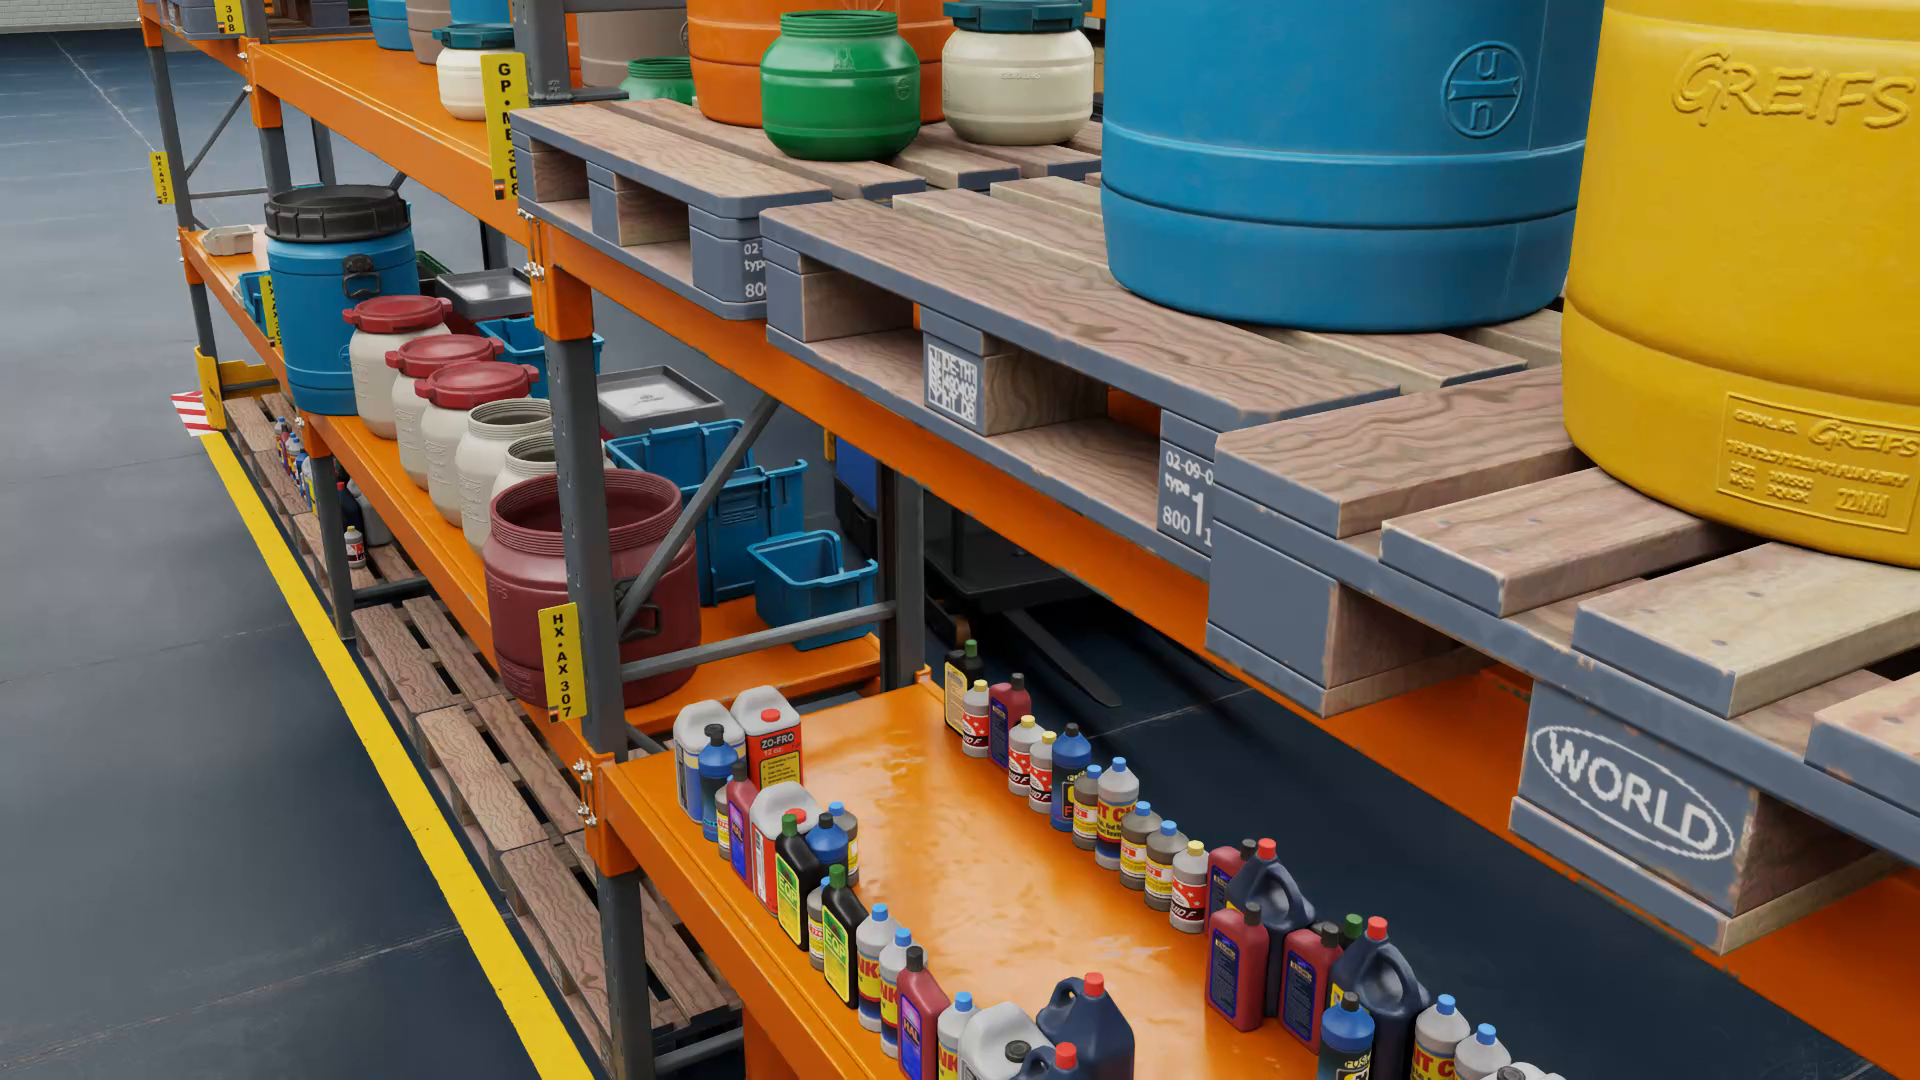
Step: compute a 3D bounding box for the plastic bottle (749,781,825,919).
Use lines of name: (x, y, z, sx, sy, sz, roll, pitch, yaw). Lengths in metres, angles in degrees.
plastic bottle: (-0.383, 0.698, 3.775, 0.152, 0.276, 0.135, -13, 25, -28)

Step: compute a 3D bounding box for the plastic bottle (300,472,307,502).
plastic bottle: (-3.609, -0.320, 9.246, 0.097, 0.201, 0.097, 0, 22, 0)

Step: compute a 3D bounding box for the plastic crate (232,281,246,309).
plastic crate: (-3.653, -1.361, 9.026, 0.530, 0.136, 0.437, -13, 25, -28)

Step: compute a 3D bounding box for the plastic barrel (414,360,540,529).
plastic barrel: (-1.710, -0.340, 5.983, 0.433, 0.535, 0.433, 0, 22, 0)

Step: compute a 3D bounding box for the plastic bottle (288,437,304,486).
plastic bottle: (-3.764, -0.451, 9.476, 0.097, 0.271, 0.097, 0, 22, 0)

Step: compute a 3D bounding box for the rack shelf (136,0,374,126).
rack shelf: (-3.627, -2.710, 8.967, 1.077, 0.370, 4.000, -13, 25, -28)

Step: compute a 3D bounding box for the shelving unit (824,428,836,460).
shelving unit: (-0.384, -1.084, 9.987, 0.587, 1.500, 1.083, -9, 24, -22)

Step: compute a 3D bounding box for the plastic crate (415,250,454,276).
plastic crate: (-3.056, -1.402, 9.058, 0.450, 0.188, 0.662, -13, 25, -28)

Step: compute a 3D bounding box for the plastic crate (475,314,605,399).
plastic crate: (-1.775, -0.701, 7.075, 0.392, 0.384, 0.575, -13, 25, -28)

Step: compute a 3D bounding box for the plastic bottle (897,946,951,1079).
plastic bottle: (-0.068, 0.928, 3.200, 0.061, 0.283, 0.133, -13, 25, -28)

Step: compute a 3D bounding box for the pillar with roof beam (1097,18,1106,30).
pillar with roof beam: (-1.796, -8.040, 17.141, 9.100, 9.000, 0.400, -13, 25, -28)

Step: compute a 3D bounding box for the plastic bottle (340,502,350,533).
plastic bottle: (-3.135, -0.044, 8.459, 0.061, 0.283, 0.133, -11, 25, -26)

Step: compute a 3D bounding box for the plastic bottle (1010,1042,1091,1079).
plastic bottle: (0.168, 1.015, 2.896, 0.144, 0.351, 0.185, -13, 25, -28)

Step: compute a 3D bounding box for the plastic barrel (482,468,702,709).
plastic barrel: (-1.060, 0.134, 4.818, 0.600, 0.536, 0.708, -13, 25, -28)

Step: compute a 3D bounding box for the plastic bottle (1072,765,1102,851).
plastic bottle: (0.321, 0.640, 4.018, 0.097, 0.201, 0.097, 0, 22, 0)

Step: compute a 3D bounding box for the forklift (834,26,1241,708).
forklift: (0.336, -1.020, 7.929, 1.130, 2.935, 3.031, -9, 24, -22)

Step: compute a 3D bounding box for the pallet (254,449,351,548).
pallet: (-3.540, -0.335, 9.856, 1.003, 0.211, 1.213, -13, 25, -28)

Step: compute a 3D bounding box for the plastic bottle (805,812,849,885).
plastic bottle: (-0.295, 0.731, 3.699, 0.097, 0.271, 0.097, 0, 22, 0)

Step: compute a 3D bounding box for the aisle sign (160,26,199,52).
aisle sign: (-4.937, -3.472, 10.418, 0.394, 0.787, 0.004, -13, 25, -28)

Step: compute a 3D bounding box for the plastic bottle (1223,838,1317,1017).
plastic bottle: (0.641, 0.790, 3.450, 0.144, 0.351, 0.185, -13, 25, -28)

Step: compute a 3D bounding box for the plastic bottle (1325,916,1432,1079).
plastic bottle: (0.803, 0.893, 3.196, 0.144, 0.351, 0.185, -13, 25, -28)

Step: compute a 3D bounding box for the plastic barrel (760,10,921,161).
plastic barrel: (-0.219, -0.836, 3.050, 0.294, 0.245, 0.294, 0, 22, 0)

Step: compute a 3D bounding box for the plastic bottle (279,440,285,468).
plastic bottle: (-3.938, -0.528, 9.759, 0.097, 0.201, 0.097, 0, 22, 0)

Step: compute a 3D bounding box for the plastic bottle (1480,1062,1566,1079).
plastic bottle: (0.981, 1.043, 2.926, 0.152, 0.276, 0.135, -13, 25, -28)

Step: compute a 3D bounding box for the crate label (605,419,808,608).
crate label: (-0.837, -0.101, 5.530, 0.502, 0.435, 0.616, -13, 25, -28)

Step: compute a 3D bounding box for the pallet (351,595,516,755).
pallet: (-2.171, 0.532, 7.721, 1.003, 0.211, 1.213, -13, 25, -28)

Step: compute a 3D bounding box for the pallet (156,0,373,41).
pallet: (-3.058, -2.523, 7.802, 1.213, 0.211, 1.003, -13, 25, -28)

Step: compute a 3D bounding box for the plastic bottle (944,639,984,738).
plastic bottle: (0.011, 0.392, 4.519, 0.061, 0.283, 0.133, -13, 25, -28)

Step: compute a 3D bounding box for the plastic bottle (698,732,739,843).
plastic bottle: (-0.583, 0.593, 4.039, 0.097, 0.271, 0.097, 0, 22, 0)

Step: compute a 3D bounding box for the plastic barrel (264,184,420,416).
plastic barrel: (-2.669, -1.055, 7.258, 0.600, 0.901, 0.708, -13, 25, -28)

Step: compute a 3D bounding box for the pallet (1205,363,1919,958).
pallet: (0.997, 0.047, 1.481, 1.213, 0.211, 1.003, -13, 25, -28)

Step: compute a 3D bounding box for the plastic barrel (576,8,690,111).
plastic barrel: (-0.795, -1.641, 4.715, 0.600, 0.901, 0.600, 0, 22, 0)

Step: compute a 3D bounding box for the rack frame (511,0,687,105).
rack frame: (-0.562, -2.490, 3.488, 1.000, 3.000, 0.127, -13, 25, -28)

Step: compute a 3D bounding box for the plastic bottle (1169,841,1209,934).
plastic bottle: (0.520, 0.766, 3.708, 0.097, 0.201, 0.097, 0, 22, 0)

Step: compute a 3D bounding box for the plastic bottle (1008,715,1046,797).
plastic bottle: (0.172, 0.545, 4.250, 0.097, 0.201, 0.097, 0, 22, 0)

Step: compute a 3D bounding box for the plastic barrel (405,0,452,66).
plastic barrel: (-1.825, -2.293, 6.321, 0.600, 0.901, 0.600, 0, 22, 0)

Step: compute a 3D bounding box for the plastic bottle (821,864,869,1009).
plastic bottle: (-0.236, 0.822, 3.461, 0.061, 0.283, 0.133, -13, 25, -28)

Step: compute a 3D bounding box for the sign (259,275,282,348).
sign: (-3.084, -1.032, 7.500, 0.100, 0.325, 0.005, -13, 25, -28)

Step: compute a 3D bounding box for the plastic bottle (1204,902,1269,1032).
plastic bottle: (0.566, 0.849, 3.393, 0.061, 0.283, 0.133, -13, 25, -28)

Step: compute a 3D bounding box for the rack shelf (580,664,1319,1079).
rack shelf: (0.459, 1.269, 3.160, 1.077, 0.370, 4.000, -13, 25, -28)

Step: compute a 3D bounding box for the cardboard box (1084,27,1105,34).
cardboard box: (0.654, -3.235, 11.431, 0.700, 0.500, 0.500, -13, 25, -28)

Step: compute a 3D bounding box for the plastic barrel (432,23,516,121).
plastic barrel: (-1.412, -1.404, 4.981, 0.301, 0.262, 0.301, 0, 22, 0)

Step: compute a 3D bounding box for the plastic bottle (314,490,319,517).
plastic bottle: (-3.399, -0.211, 8.871, 0.061, 0.283, 0.133, -11, 24, -25)

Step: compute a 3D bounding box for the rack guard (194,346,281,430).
rack guard: (-4.569, -1.127, 11.421, 1.175, 0.500, 0.348, -13, 25, -28)

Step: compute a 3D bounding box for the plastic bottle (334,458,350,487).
plastic bottle: (-3.370, -0.299, 9.087, 0.061, 0.283, 0.133, -13, 25, -28)
